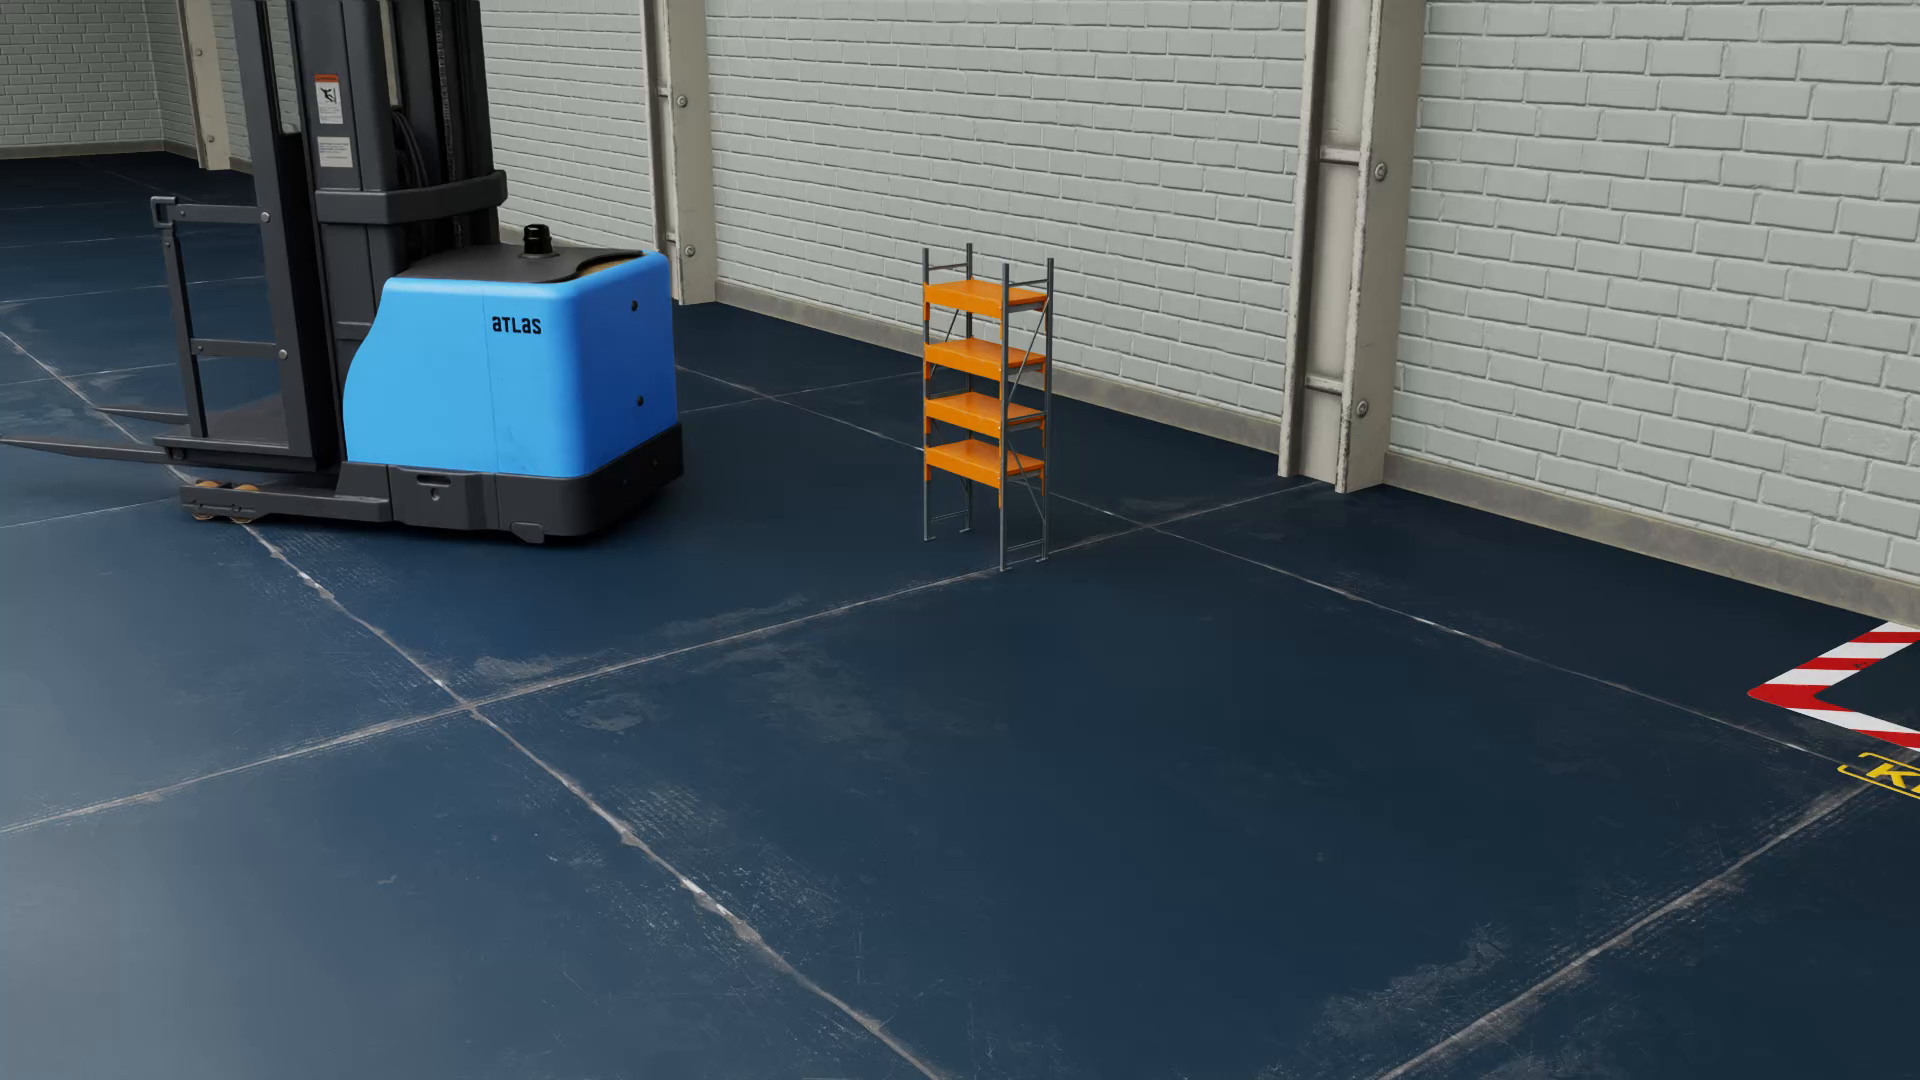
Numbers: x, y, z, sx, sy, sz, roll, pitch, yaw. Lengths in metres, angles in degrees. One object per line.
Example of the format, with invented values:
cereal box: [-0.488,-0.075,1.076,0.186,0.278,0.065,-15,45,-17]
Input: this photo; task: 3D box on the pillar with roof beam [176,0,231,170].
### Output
pillar with roof beam: [-12.823,-8.155,17.173,9.100,9.000,0.400,-14,23,-36]

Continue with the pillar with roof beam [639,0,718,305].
pillar with roof beam: [-5.373,-5.198,8.244,9.100,9.000,0.400,-14,23,-36]

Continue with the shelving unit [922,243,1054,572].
shelving unit: [0.103,-0.529,6.551,0.258,1.200,0.503,-14,23,-36]

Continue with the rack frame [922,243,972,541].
rack frame: [-0.049,-0.589,6.732,0.240,1.200,0.015,-14,23,-36]

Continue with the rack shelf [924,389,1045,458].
rack shelf: [0.103,-0.465,6.572,0.258,0.148,0.480,-14,23,-36]

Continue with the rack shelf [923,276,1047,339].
rack shelf: [0.103,-0.902,6.427,0.258,0.148,0.480,-14,23,-36]

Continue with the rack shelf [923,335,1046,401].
rack shelf: [0.103,-0.677,6.502,0.258,0.148,0.480,-14,23,-36]

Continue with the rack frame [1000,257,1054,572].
rack frame: [0.254,-0.469,6.369,0.240,1.200,0.015,-14,23,-36]

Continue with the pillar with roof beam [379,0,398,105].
pillar with roof beam: [-9.098,-6.676,12.709,9.100,9.000,0.400,-14,23,-36]

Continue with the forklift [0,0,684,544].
forklift: [-2.828,-1.612,7.069,3.031,2.935,1.130,5,19,14]

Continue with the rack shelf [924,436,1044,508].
rack shelf: [0.103,-0.276,6.634,0.258,0.148,0.480,-14,23,-36]

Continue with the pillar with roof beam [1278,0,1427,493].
pillar with roof beam: [-1.647,-3.719,3.779,9.100,9.000,0.400,-14,23,-36]
